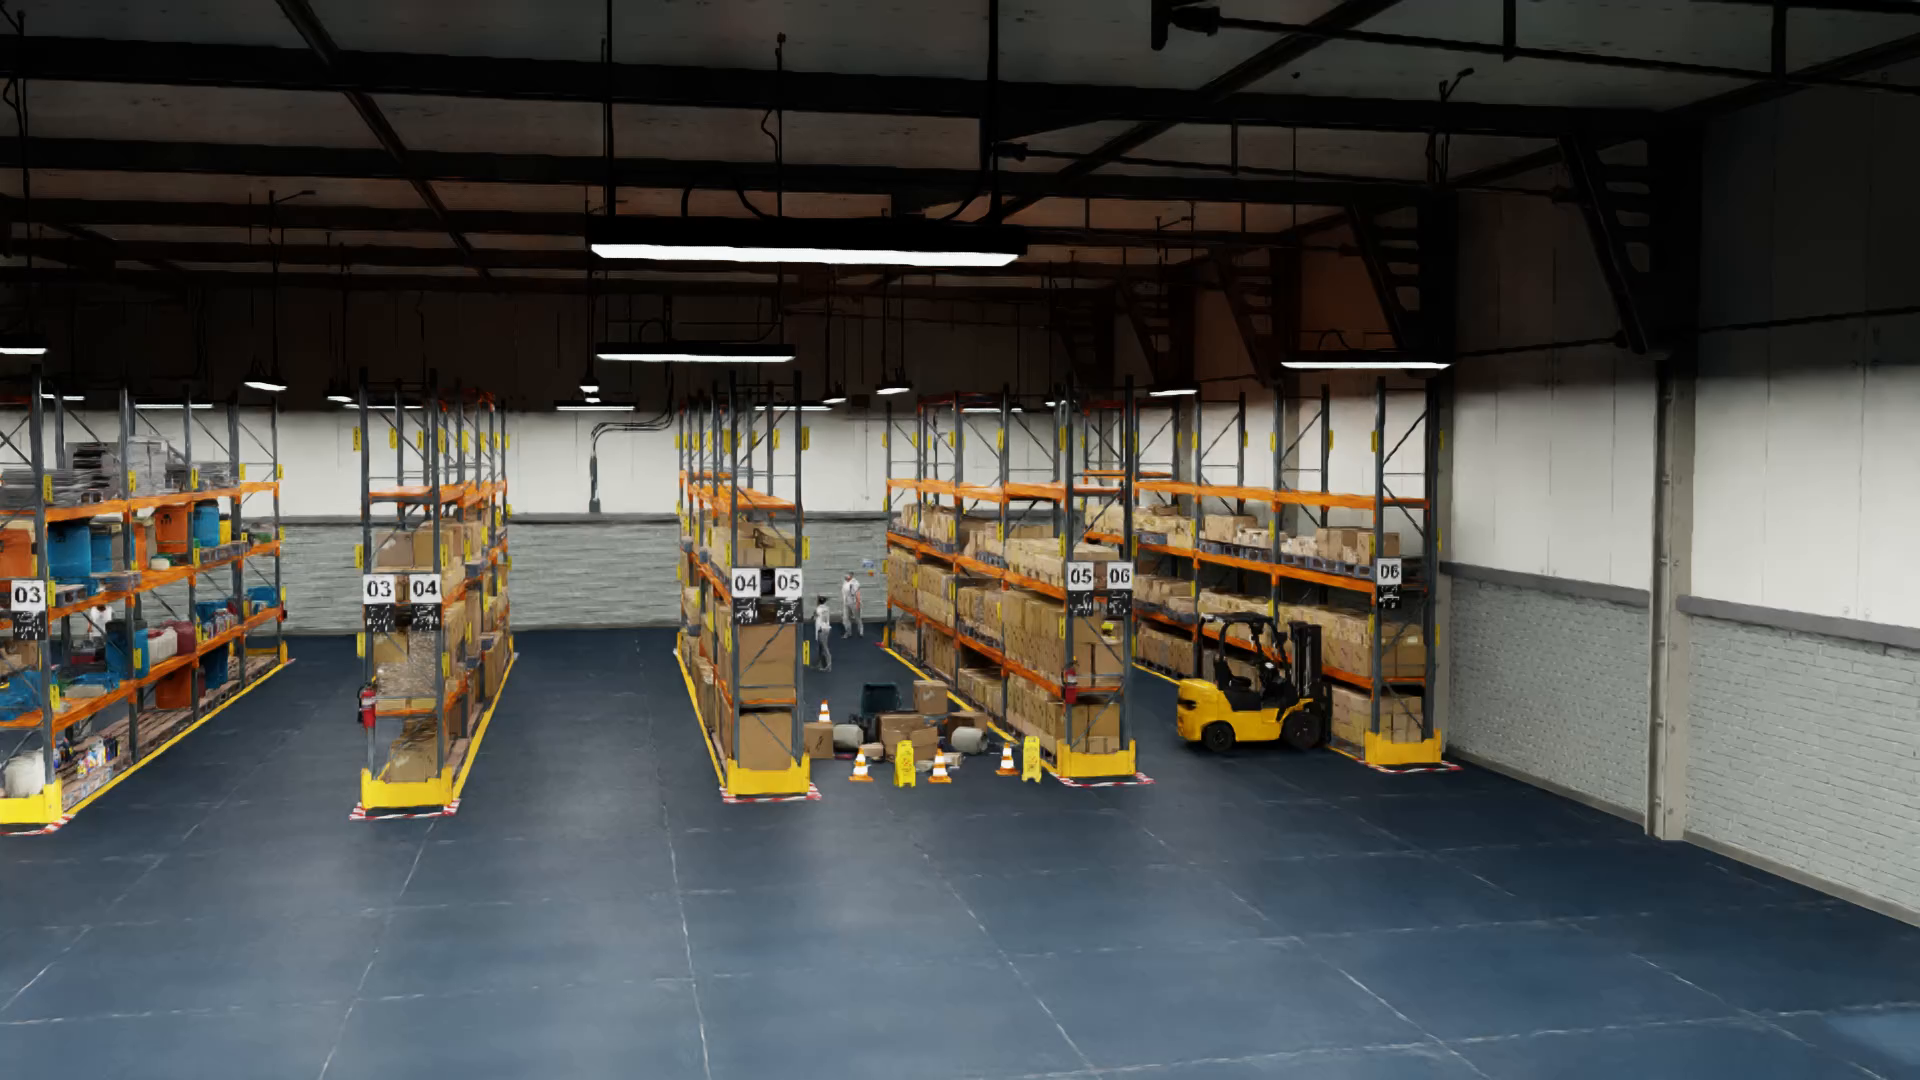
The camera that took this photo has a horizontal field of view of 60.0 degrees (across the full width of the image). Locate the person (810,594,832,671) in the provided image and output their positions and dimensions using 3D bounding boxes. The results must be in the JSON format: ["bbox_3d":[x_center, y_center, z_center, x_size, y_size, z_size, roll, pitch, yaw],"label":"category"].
[{"bbox_3d":[-3.025,2.006,36.218,0.548,1.652,0.586,1,3,12],"label":"person"}]

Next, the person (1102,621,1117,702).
[{"bbox_3d":[2.581,2.333,29.749,0.502,1.764,0.623,1,4,19],"label":"person"}]

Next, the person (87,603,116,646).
[{"bbox_3d":[-18.331,2.016,35.521,0.554,1.724,1.031,-1,4,-21],"label":"person"}]

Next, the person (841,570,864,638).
[{"bbox_3d":[-2.738,1.615,42.371,0.579,1.742,0.605,2,4,36],"label":"person"}]

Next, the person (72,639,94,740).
[{"bbox_3d":[-14.799,2.495,27.979,0.561,1.656,0.625,0,3,3],"label":"person"}]
